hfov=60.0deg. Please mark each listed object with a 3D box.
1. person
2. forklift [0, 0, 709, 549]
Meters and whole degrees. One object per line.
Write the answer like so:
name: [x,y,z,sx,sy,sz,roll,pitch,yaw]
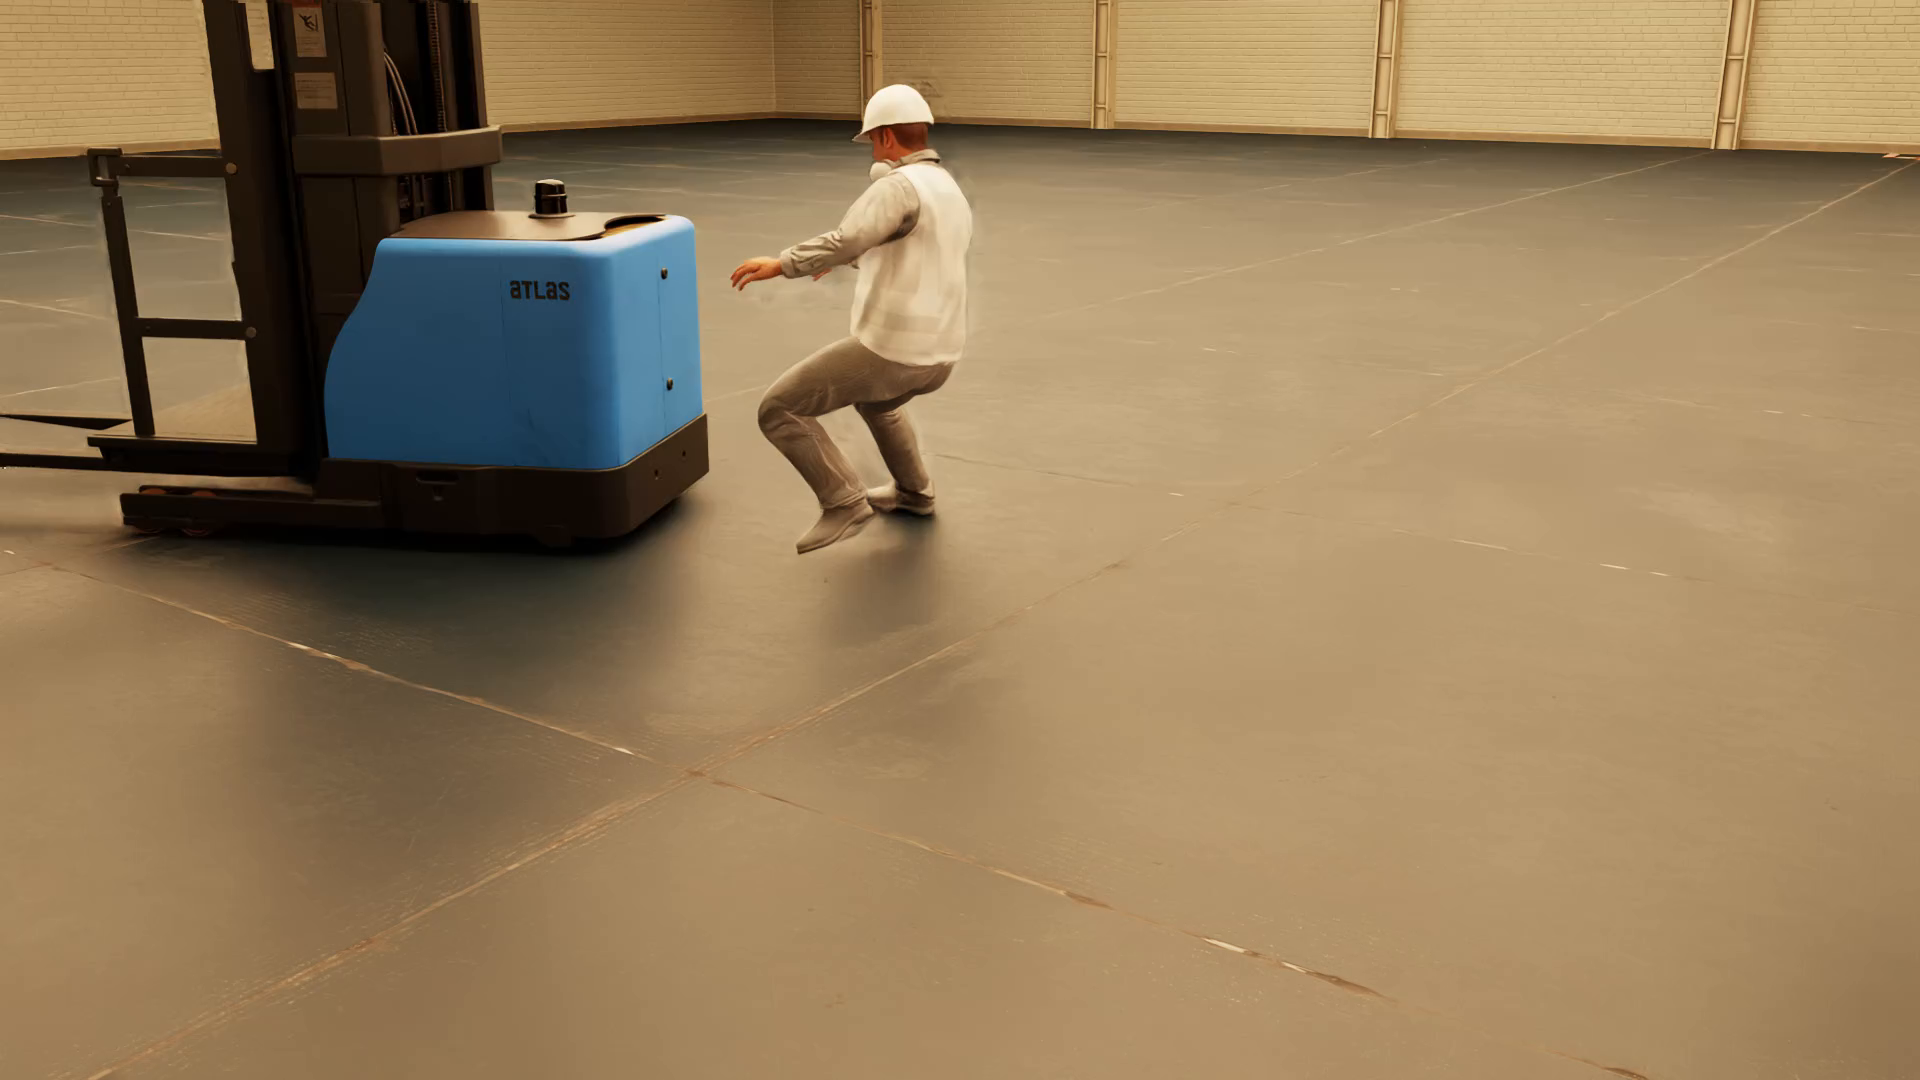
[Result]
person: [-0.338,-0.755,5.733,0.770,1.574,0.942,9,19,26]
forklift: [-2.563,-1.559,6.047,3.031,2.935,1.130,3,17,10]
